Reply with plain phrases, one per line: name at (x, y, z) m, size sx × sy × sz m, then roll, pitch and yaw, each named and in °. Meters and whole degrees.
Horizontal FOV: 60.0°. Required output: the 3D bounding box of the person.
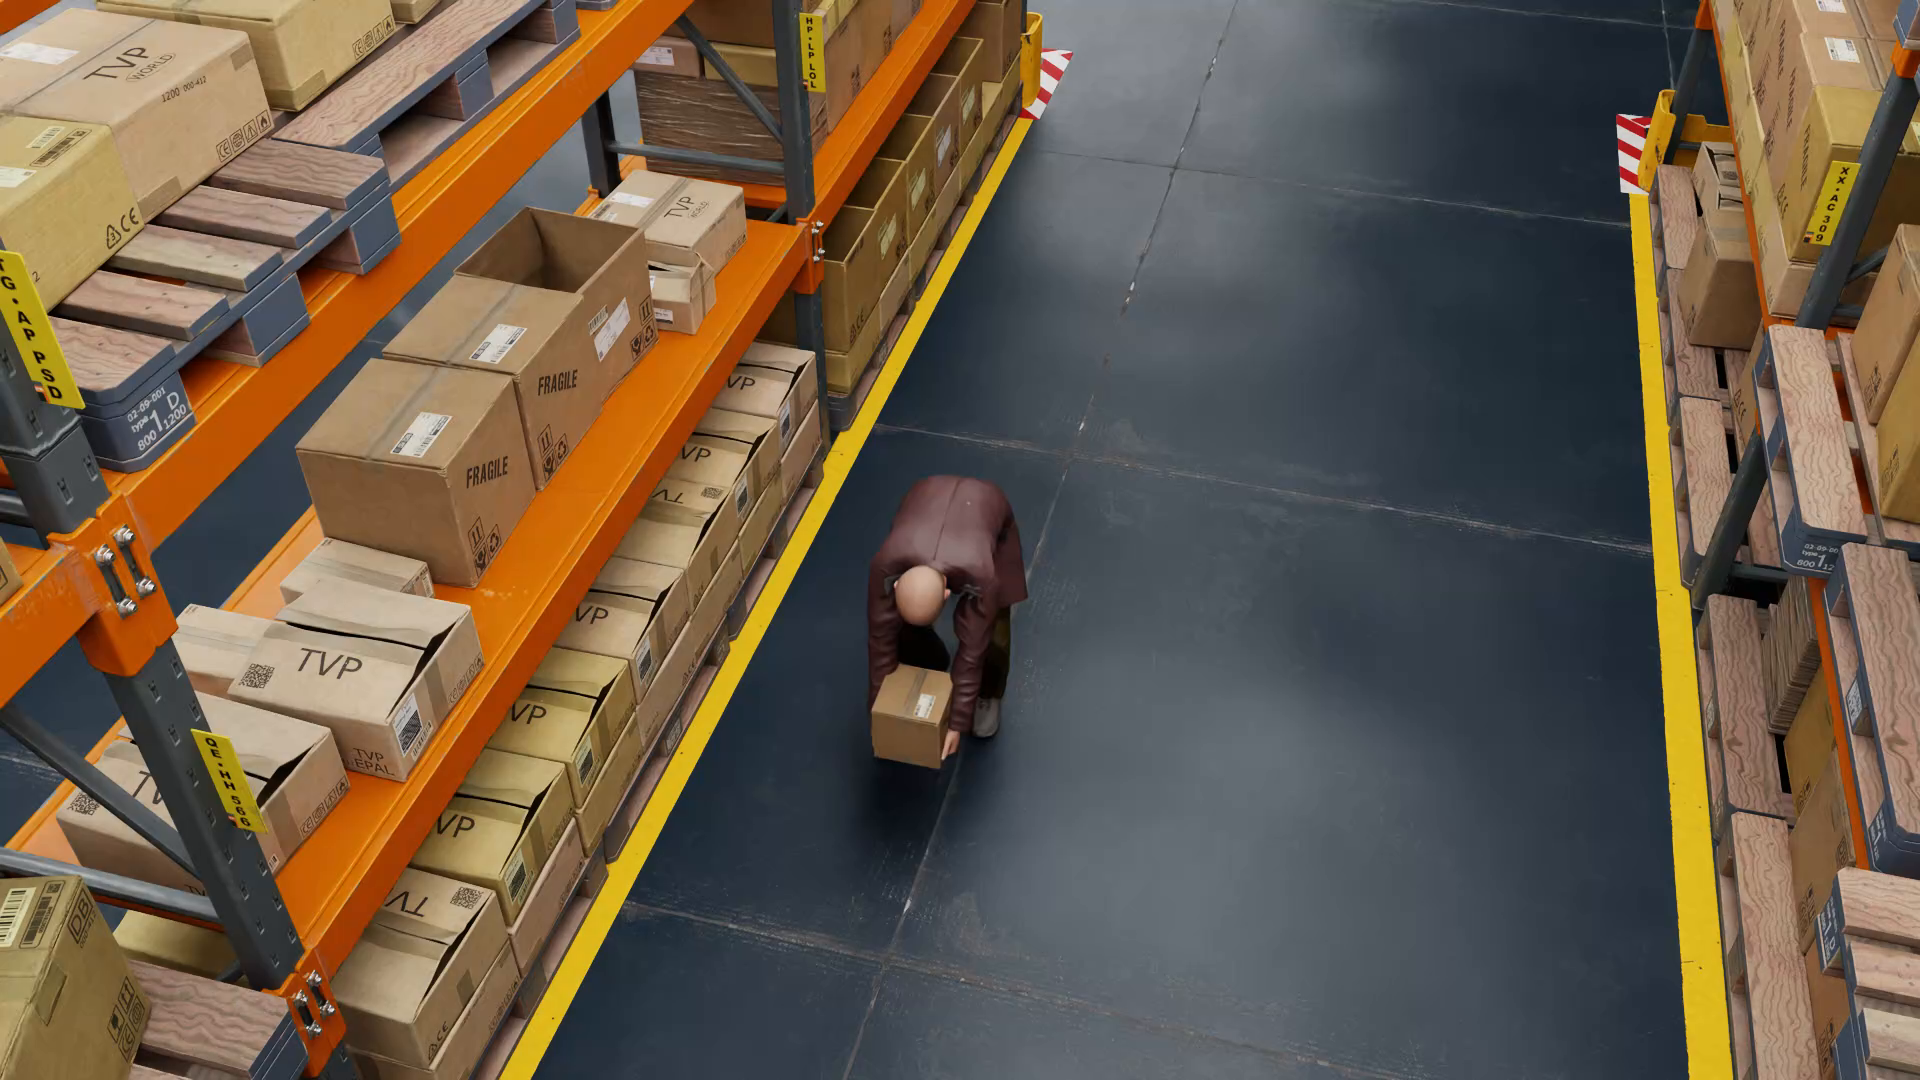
person at (-0.065, 0.341, 6.240) m, size 0.579 × 1.166 × 0.946 m, roll 8°, pitch 41°, yaw 10°
